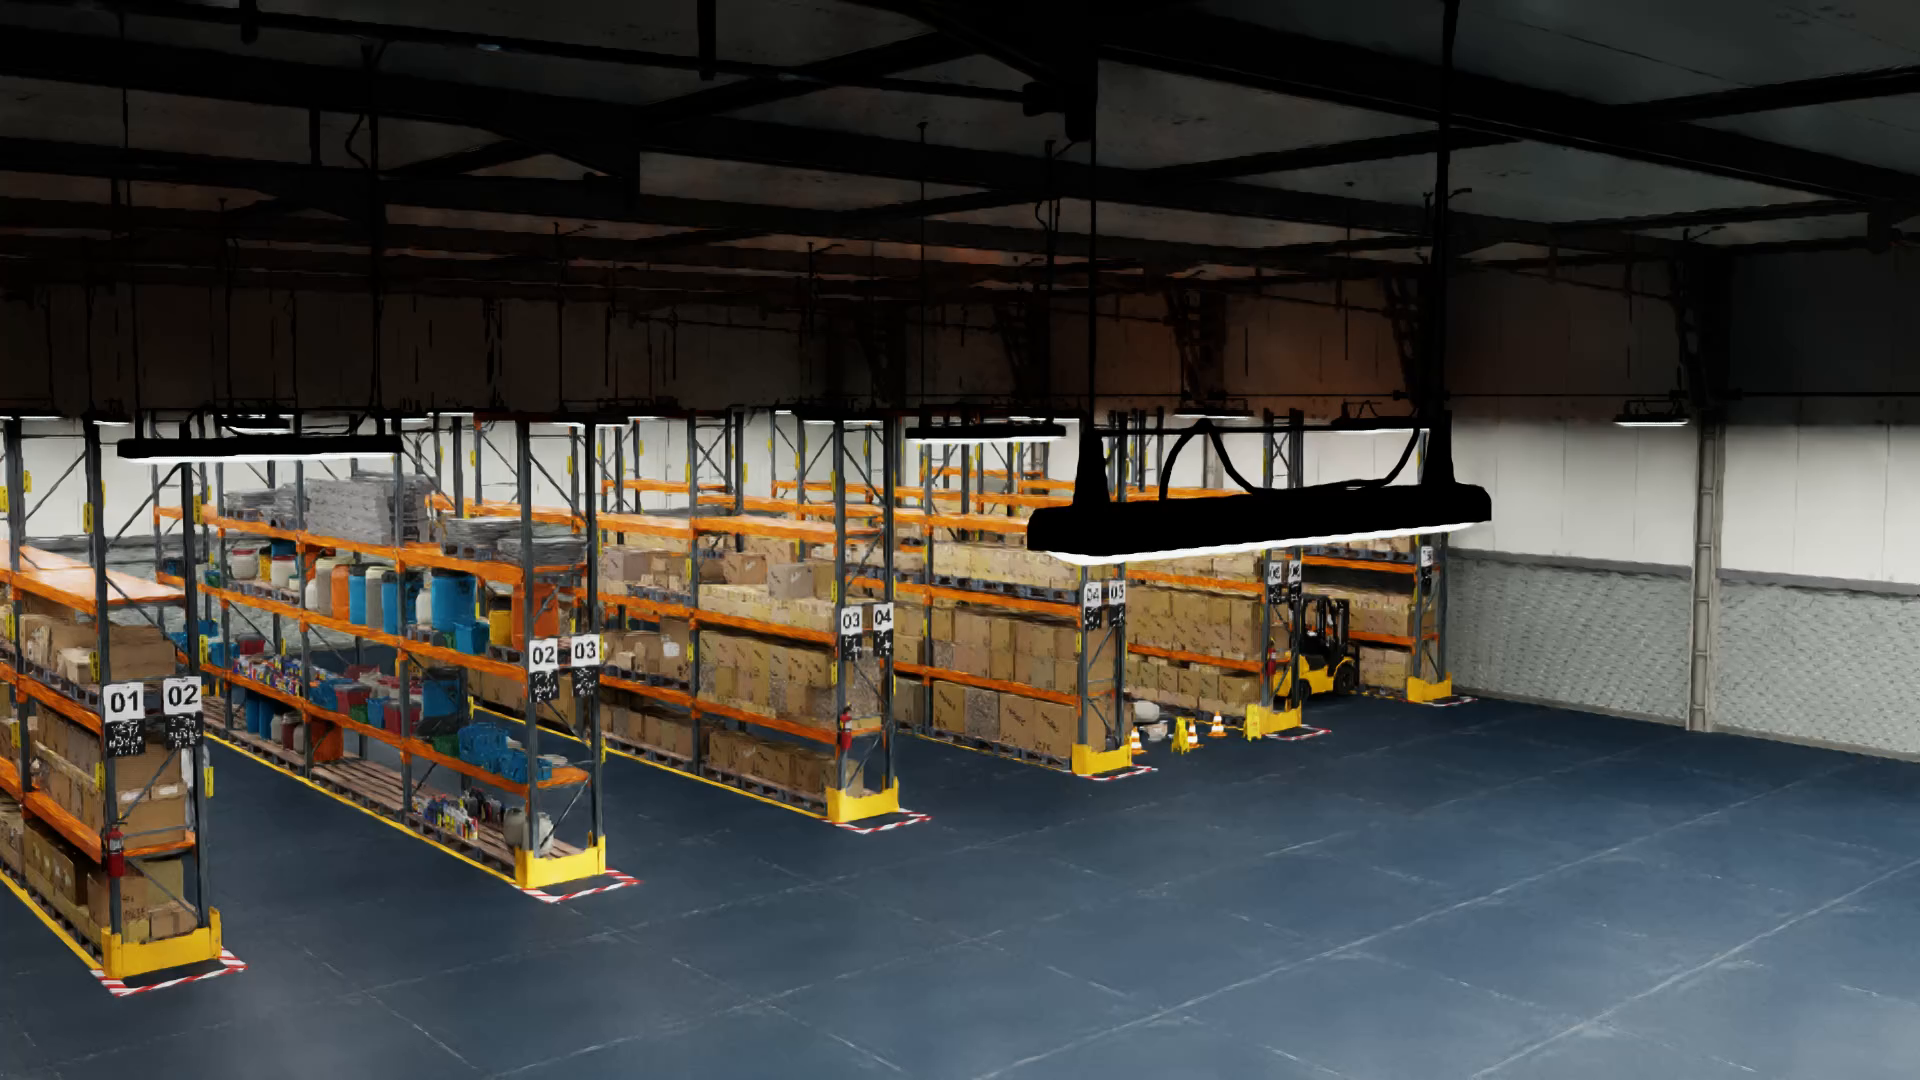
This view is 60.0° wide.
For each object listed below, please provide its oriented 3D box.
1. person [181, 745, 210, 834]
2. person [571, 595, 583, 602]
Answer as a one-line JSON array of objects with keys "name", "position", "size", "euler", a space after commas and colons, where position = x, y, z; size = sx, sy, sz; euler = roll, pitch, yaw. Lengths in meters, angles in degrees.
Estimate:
[{"name": "person", "position": [-10.828, 3.412, 23.411], "size": [0.544, 1.698, 1.106], "euler": [-5, 7, -43]}, {"name": "person", "position": [-9.978, 1.711, 43.362], "size": [1.013, 1.604, 0.446], "euler": [4, 7, 40]}]
